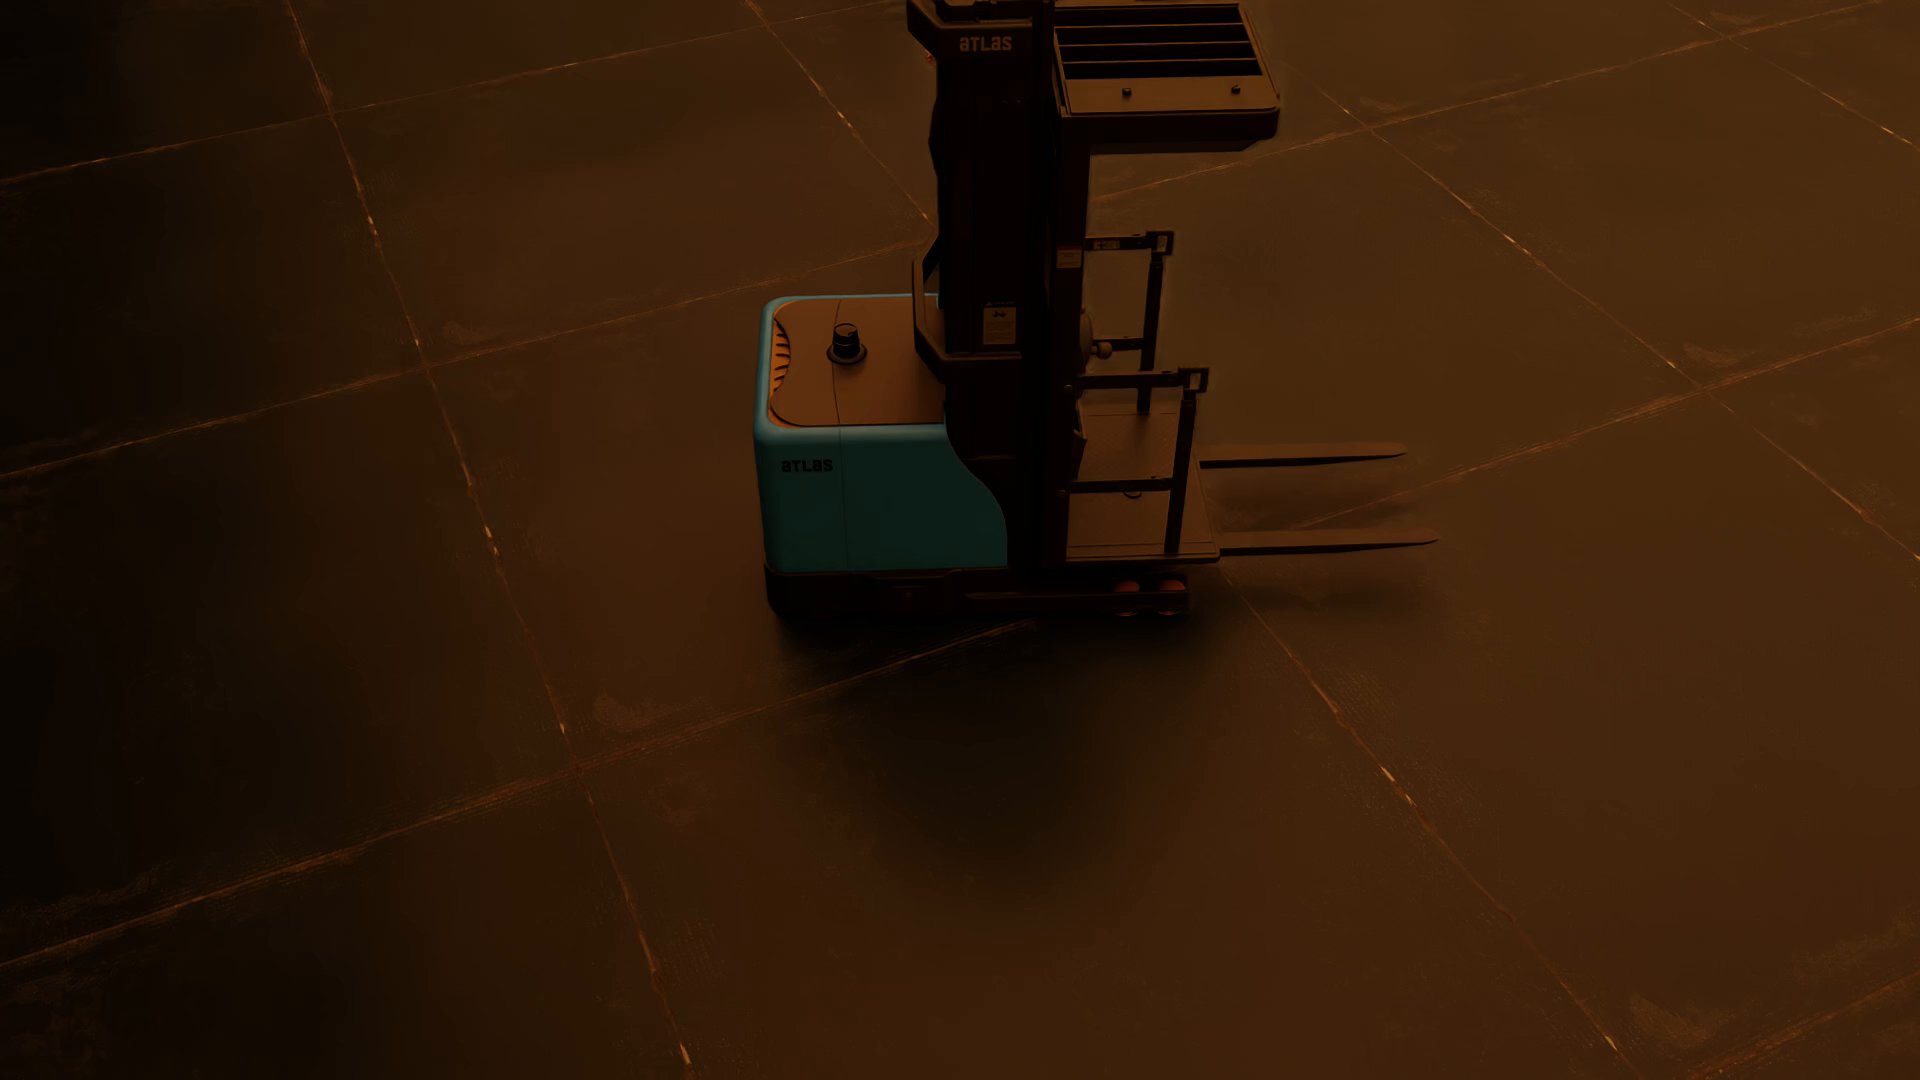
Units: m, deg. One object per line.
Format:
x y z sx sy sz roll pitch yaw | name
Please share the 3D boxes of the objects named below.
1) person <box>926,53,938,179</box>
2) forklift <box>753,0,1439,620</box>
0.058 -2.379 9.246 0.533 1.574 0.776 -15 45 -16 | person
0.635 -1.091 6.849 3.031 2.935 1.130 -2 43 -2 | forklift
